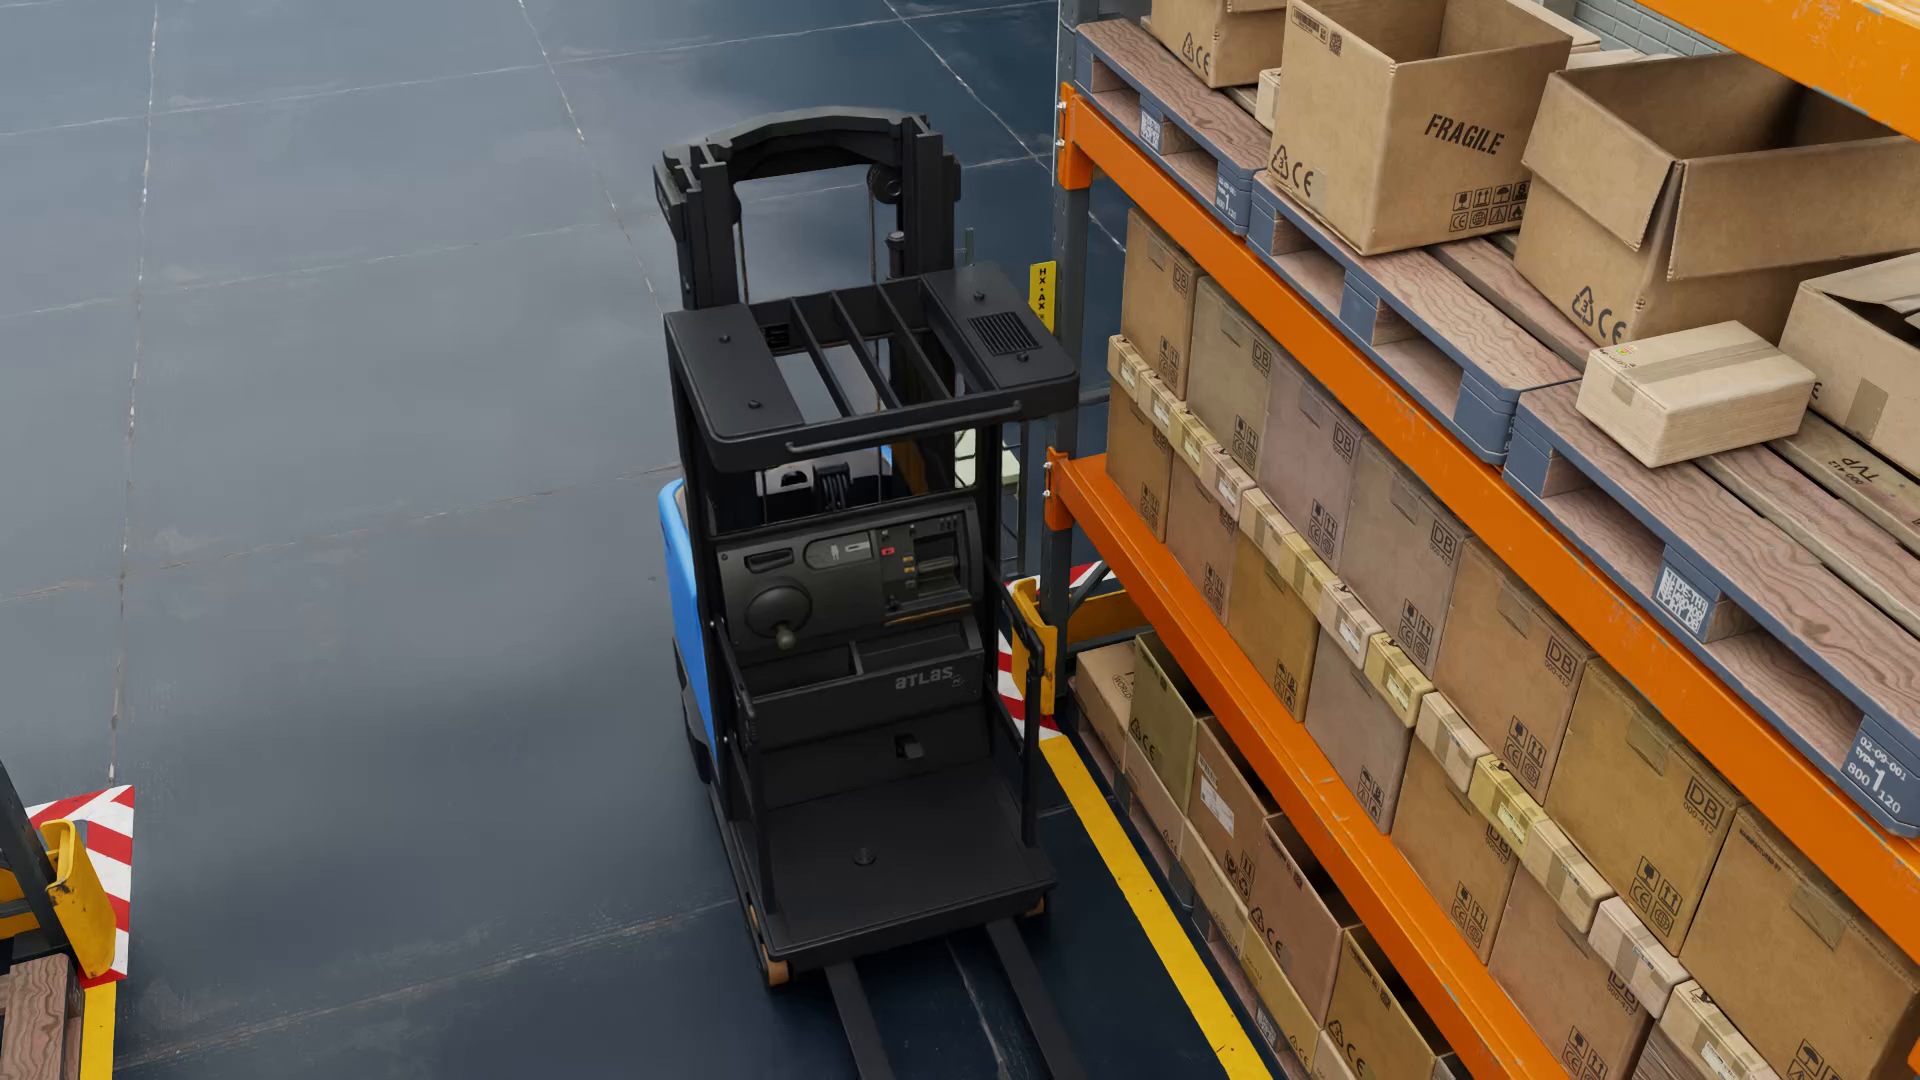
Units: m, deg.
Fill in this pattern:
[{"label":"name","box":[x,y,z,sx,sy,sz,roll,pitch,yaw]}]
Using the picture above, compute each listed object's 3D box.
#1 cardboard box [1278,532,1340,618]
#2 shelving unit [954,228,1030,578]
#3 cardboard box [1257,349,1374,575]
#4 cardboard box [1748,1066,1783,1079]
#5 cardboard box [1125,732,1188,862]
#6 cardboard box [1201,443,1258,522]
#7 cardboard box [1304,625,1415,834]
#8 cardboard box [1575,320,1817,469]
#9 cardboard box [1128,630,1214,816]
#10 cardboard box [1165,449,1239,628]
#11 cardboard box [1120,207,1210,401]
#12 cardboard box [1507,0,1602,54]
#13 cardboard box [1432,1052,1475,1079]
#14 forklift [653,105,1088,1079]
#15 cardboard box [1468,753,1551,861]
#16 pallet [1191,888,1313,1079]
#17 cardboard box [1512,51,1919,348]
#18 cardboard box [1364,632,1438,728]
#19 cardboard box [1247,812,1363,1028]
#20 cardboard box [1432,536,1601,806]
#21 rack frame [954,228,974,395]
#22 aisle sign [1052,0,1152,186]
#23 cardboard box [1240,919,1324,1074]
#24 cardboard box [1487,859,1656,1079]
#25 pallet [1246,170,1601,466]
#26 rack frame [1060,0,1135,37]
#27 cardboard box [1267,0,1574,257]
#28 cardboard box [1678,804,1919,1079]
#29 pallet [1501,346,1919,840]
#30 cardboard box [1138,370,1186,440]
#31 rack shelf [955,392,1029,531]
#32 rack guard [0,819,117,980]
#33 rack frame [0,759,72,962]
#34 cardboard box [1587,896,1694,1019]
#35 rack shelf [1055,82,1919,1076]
[{"label":"cardboard box","box":[1.207,0.072,5.100,0.380,0.149,0.250,-13,39,-17]},{"label":"shelving unit","box":[-0.002,-0.603,7.864,0.431,1.500,0.755,-12,39,-16]},{"label":"cardboard box","box":[1.357,-0.304,5.059,0.700,0.500,0.500,-12,39,-16]},{"label":"cardboard box","box":[1.911,1.229,3.564,0.380,0.149,0.250,-12,39,-16]},{"label":"cardboard box","box":[0.981,0.939,6.507,0.500,0.250,0.500,-12,39,-16]},{"label":"cardboard box","box":[1.025,-0.222,5.490,0.380,0.149,0.250,-13,39,-17]},{"label":"cardboard box","box":[1.514,0.478,5.100,0.700,0.500,0.500,-11,38,-15]},{"label":"cardboard box","box":[1.534,-0.309,3.478,0.380,0.149,0.250,-12,39,-16]},{"label":"cardboard box","box":[0.979,0.640,6.281,0.500,0.500,0.500,-12,39,-16]},{"label":"cardboard box","box":[1.163,-0.100,5.867,0.700,0.500,0.500,-11,38,-15]},{"label":"cardboard box","box":[0.996,-0.884,5.830,0.700,0.500,0.500,-12,39,-16]},{"label":"cardboard box","box":[1.473,-1.388,4.827,0.500,0.250,0.500,-12,39,-16]},{"label":"cardboard box","box":[1.680,1.767,4.785,0.500,0.500,0.500,-12,39,-16]},{"label":"forklift","box":[-0.300,0.191,5.620,1.130,2.935,3.031,-12,39,-15]},{"label":"cardboard box","box":[1.563,0.654,4.327,0.380,0.149,0.250,-13,39,-16]},{"label":"pallet","box":[1.548,1.603,6.007,1.003,0.211,1.213,-12,39,-16]},{"label":"cardboard box","box":[1.758,-0.782,3.811,0.797,0.503,0.637,-8,38,-11]},{"label":"cardboard box","box":[1.382,0.362,4.715,0.380,0.149,0.250,-11,38,-14]},{"label":"cardboard box","box":[1.319,1.206,5.530,0.500,0.500,0.500,-12,39,-16]},{"label":"cardboard box","box":[1.701,0.261,4.309,0.700,0.500,0.500,-12,39,-16]},{"label":"rack frame","box":[-0.128,-0.810,8.139,0.400,1.500,0.023,-12,39,-16]},{"label":"aisle sign","box":[0.519,-1.635,5.827,0.394,0.787,0.004,-12,39,-16]},{"label":"cardboard box","box":[1.320,1.505,5.756,0.500,0.250,0.500,-12,39,-16]},{"label":"cardboard box","box":[1.860,1.051,4.338,0.700,0.500,0.500,-13,39,-16]},{"label":"pallet","box":[1.472,-0.690,4.314,1.003,0.211,1.213,-12,39,-16]},{"label":"rack frame","box":[0.830,-3.019,4.839,1.000,3.000,0.127,-12,39,-16]},{"label":"cardboard box","box":[1.144,-1.089,4.222,0.500,0.500,0.500,-12,39,-16]},{"label":"cardboard box","box":[2.047,0.830,3.554,0.700,0.500,0.500,-12,39,-16]},{"label":"pallet","box":[1.888,-0.002,3.400,1.003,0.211,1.213,-12,39,-16]},{"label":"cardboard box","box":[0.856,-0.507,5.868,0.380,0.149,0.250,-13,39,-17]},{"label":"rack shelf","box":[-0.002,-0.342,8.060,0.431,0.370,0.720,-12,39,-16]},{"label":"rack guard","box":[-3.752,1.433,5.993,1.175,0.500,0.348,-12,39,-16]},{"label":"rack frame","box":[-3.823,0.401,5.285,1.000,3.000,0.127,-12,39,-16]},{"label":"cardboard box","box":[1.736,0.941,3.945,0.380,0.149,0.250,-14,39,-17]},{"label":"rack shelf","box":[1.518,-0.403,4.458,1.077,0.370,4.000,-12,39,-16]}]
